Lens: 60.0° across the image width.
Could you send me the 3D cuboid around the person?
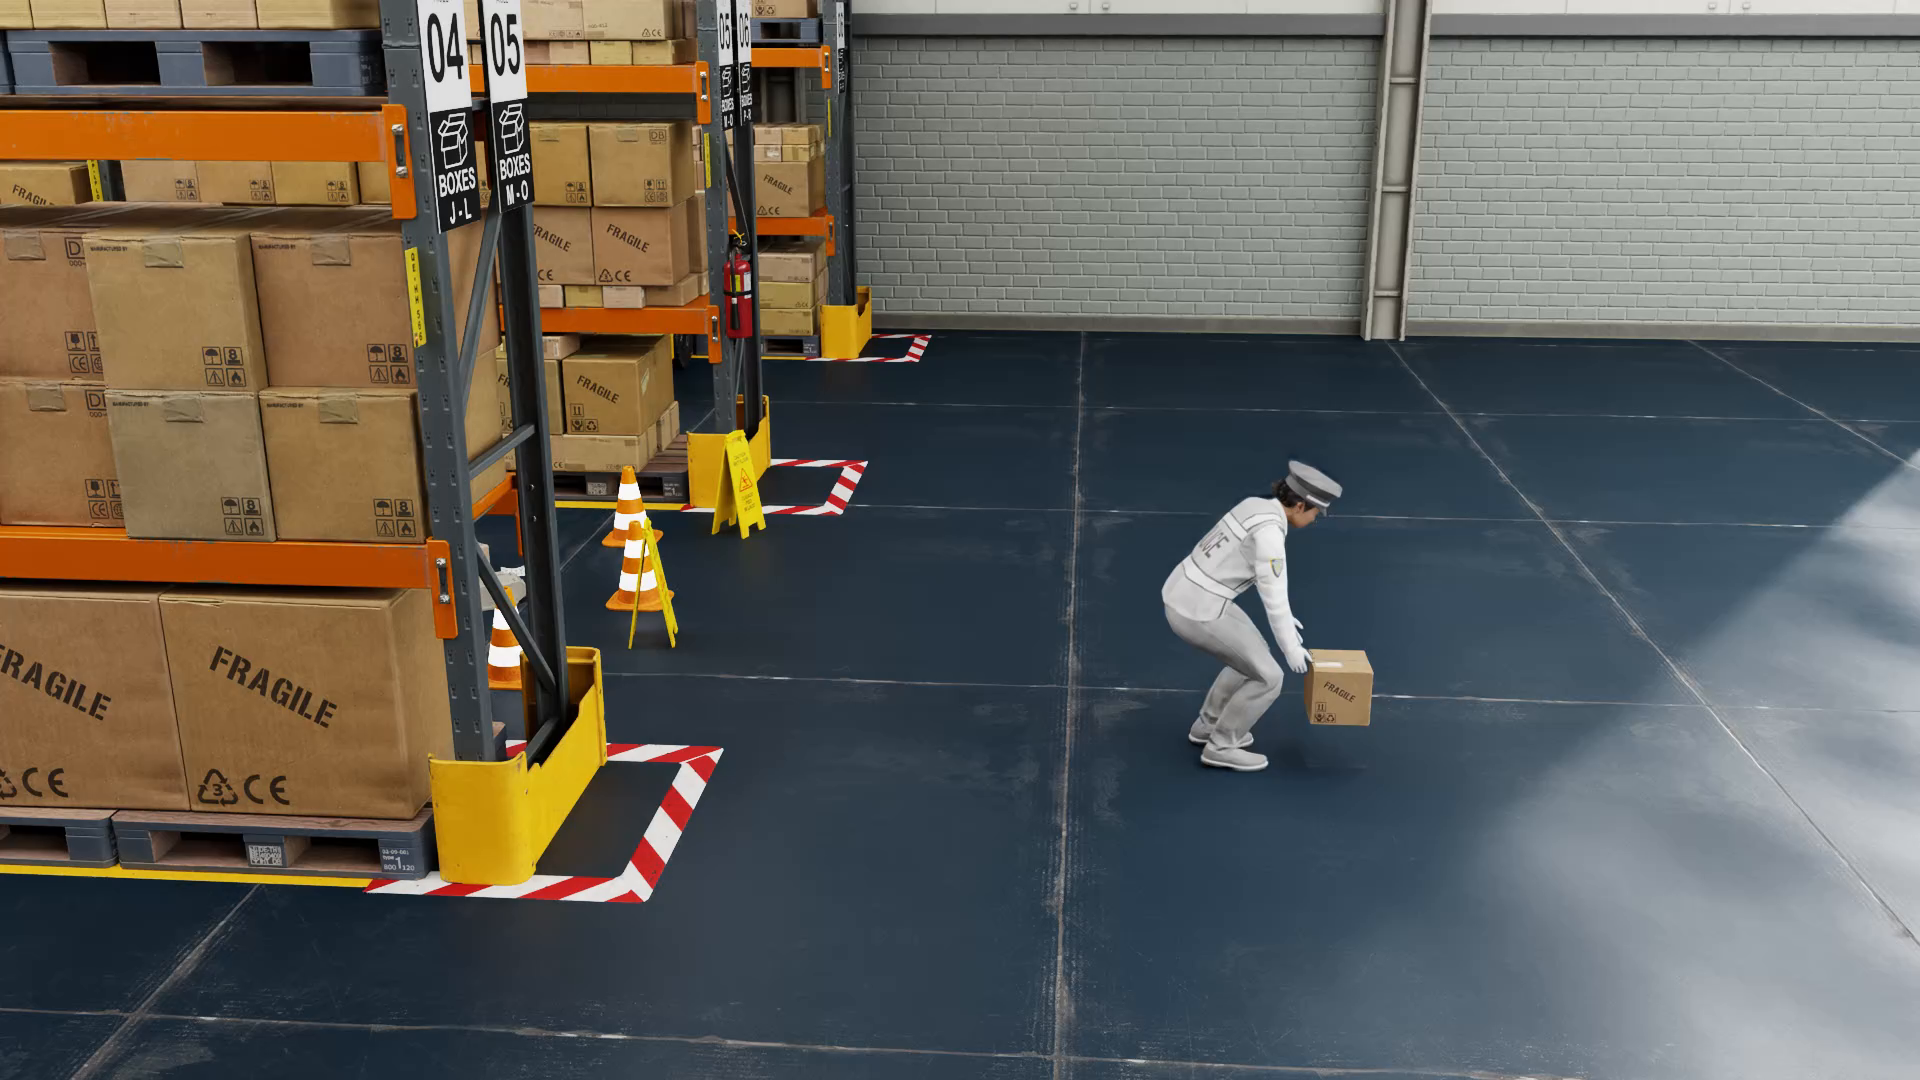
[{"bbox_3d":[1.234,0.311,7.149,0.737,1.322,0.519,1,18,4],"label":"person"}]
